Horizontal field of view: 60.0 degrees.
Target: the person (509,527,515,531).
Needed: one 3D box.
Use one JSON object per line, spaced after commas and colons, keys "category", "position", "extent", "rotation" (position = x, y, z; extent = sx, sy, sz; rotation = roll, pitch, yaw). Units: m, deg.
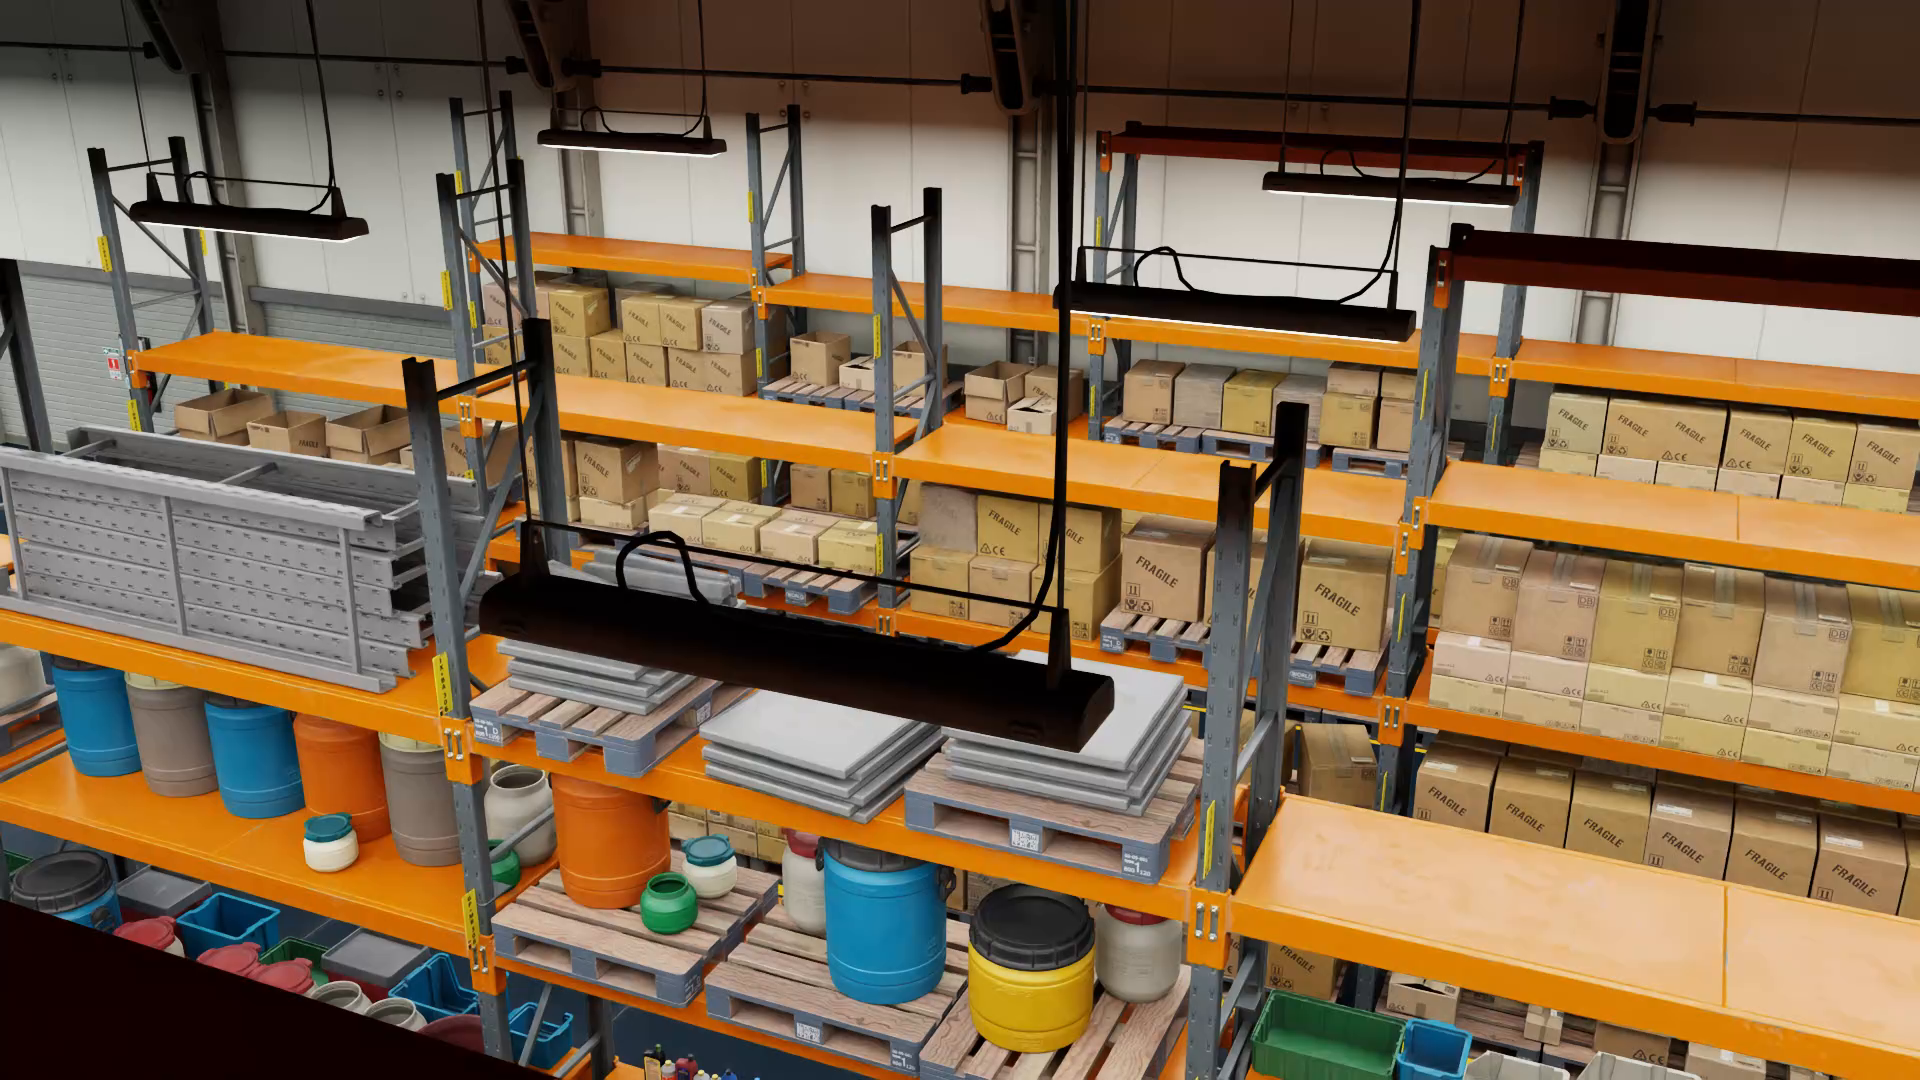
{"category": "person", "position": [-5.100, 0.634, 18.631], "extent": [0.774, 1.730, 0.568], "rotation": [-3, 21, -7]}
